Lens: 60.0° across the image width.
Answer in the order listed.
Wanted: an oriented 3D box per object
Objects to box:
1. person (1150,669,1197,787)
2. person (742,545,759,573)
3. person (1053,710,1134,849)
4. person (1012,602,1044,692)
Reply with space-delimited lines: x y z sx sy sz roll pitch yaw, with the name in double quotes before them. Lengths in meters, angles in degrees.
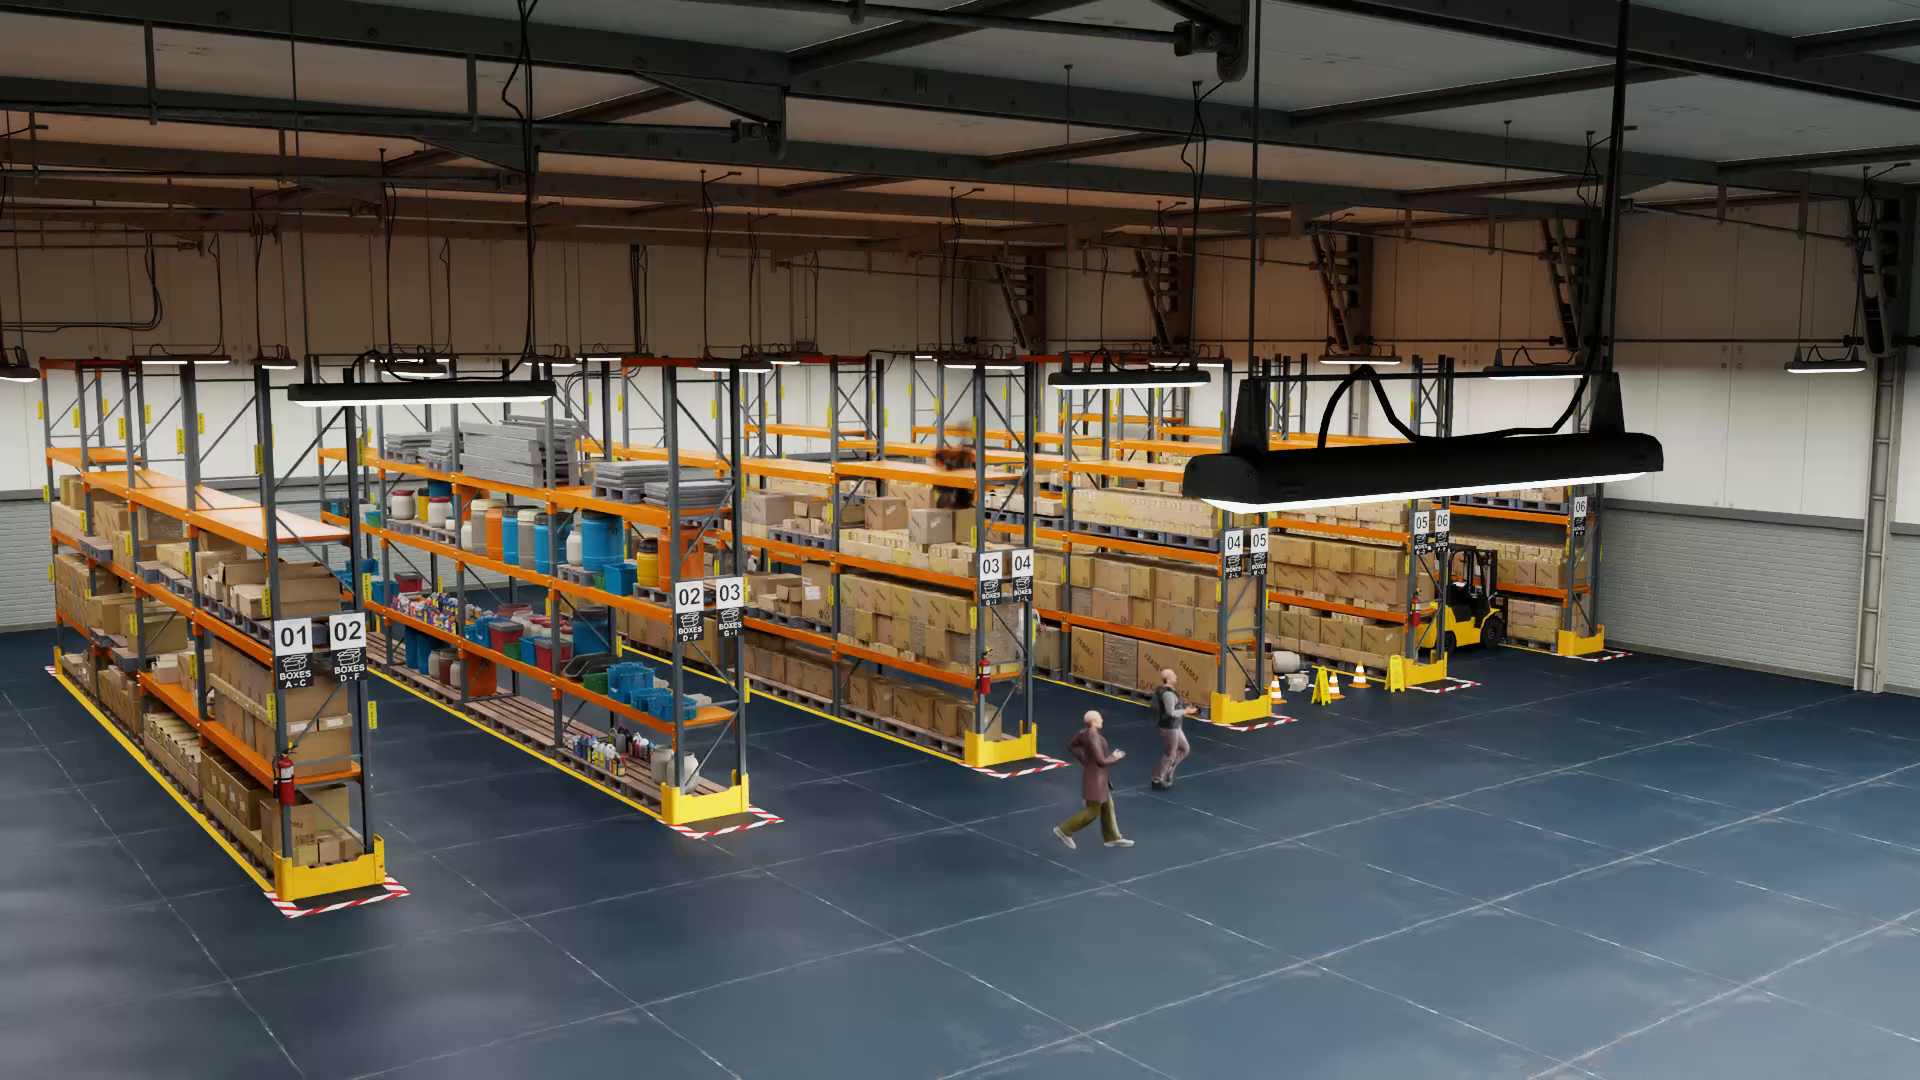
"person" 3.017 2.670 23.518 0.651 1.721 0.641 0 7 4
"person" -4.811 0.962 37.808 0.586 1.747 0.892 -4 8 -28
"person" 1.655 2.969 20.564 1.053 1.751 0.711 -1 7 -8
"person" 1.203 1.882 29.976 0.624 1.859 0.777 -5 9 -37
